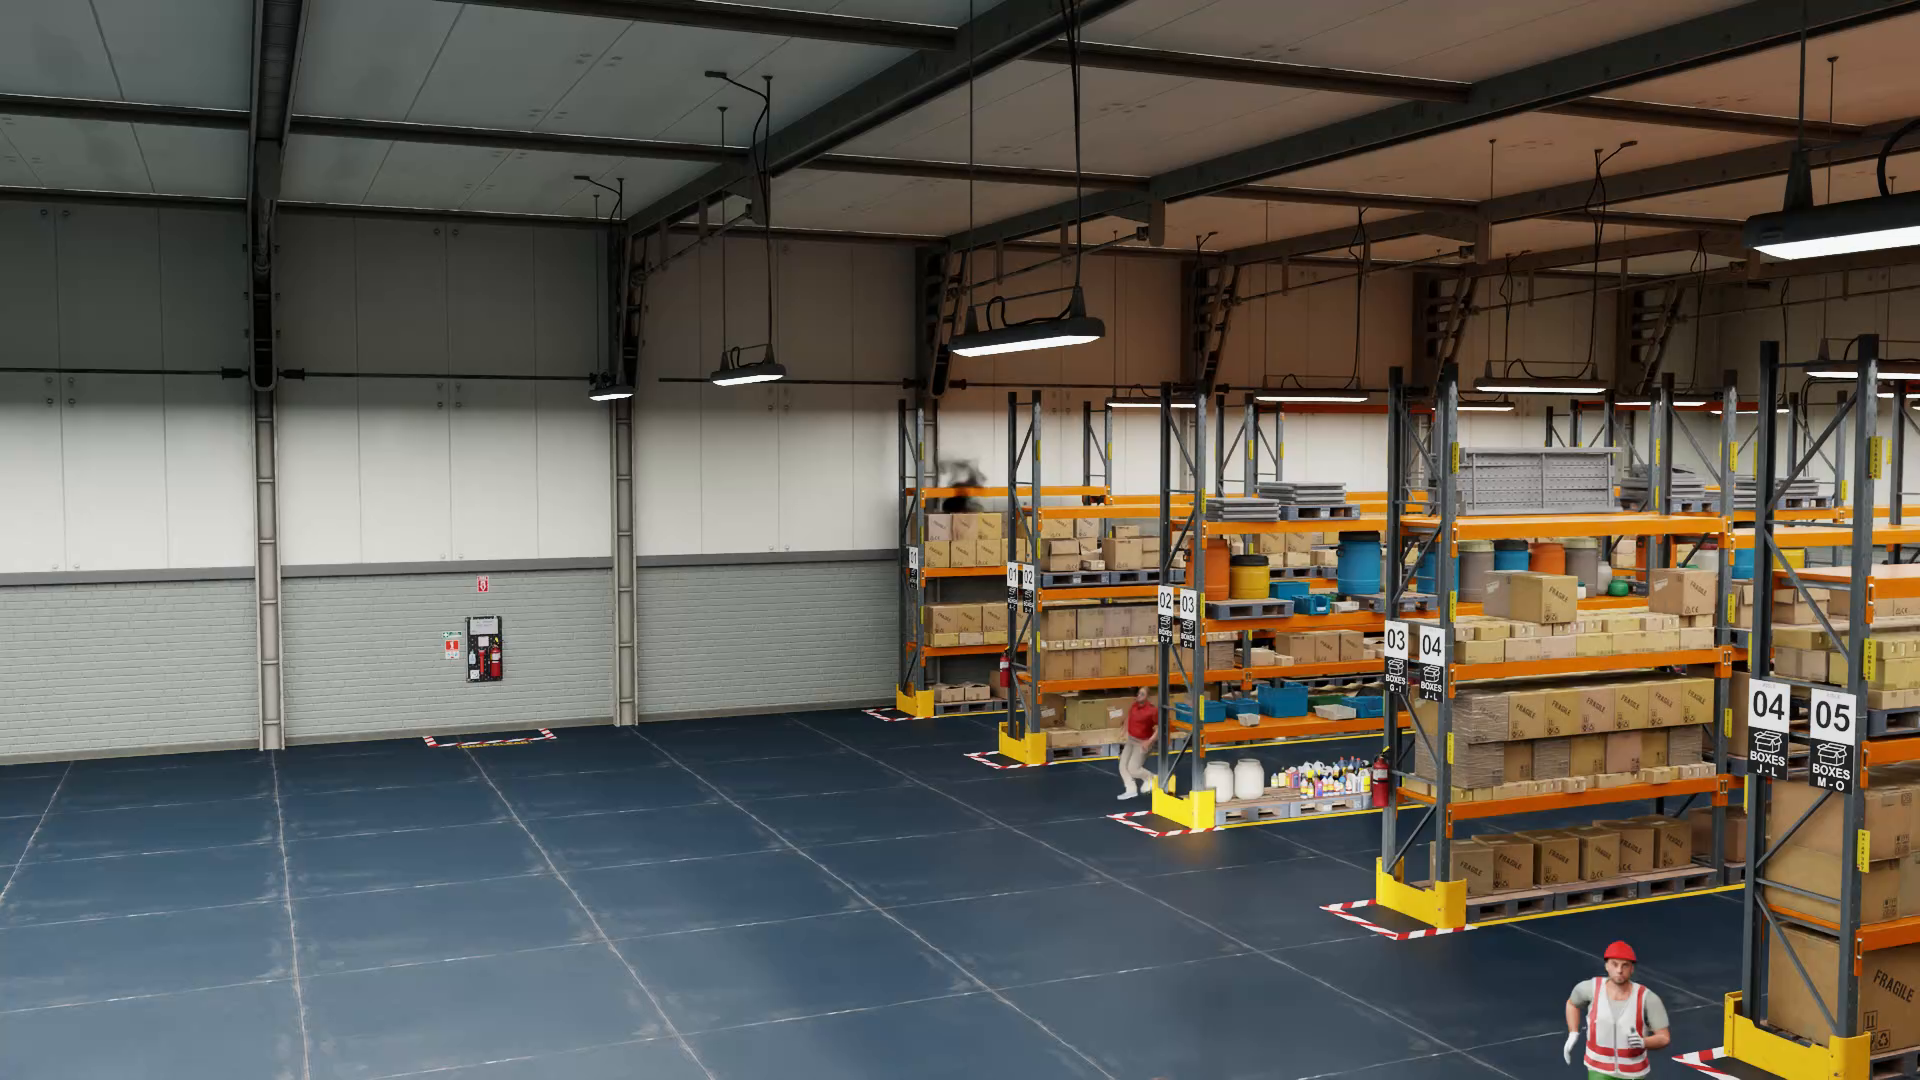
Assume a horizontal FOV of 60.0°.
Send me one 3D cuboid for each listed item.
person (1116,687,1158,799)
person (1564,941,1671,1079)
[{"bbox_3d":[2.609,2.940,23.990,0.536,1.673,0.714,-2,4,-35],"label":"person"},{"bbox_3d":[4.403,3.589,11.165,0.659,1.813,0.924,1,4,19],"label":"person"}]
